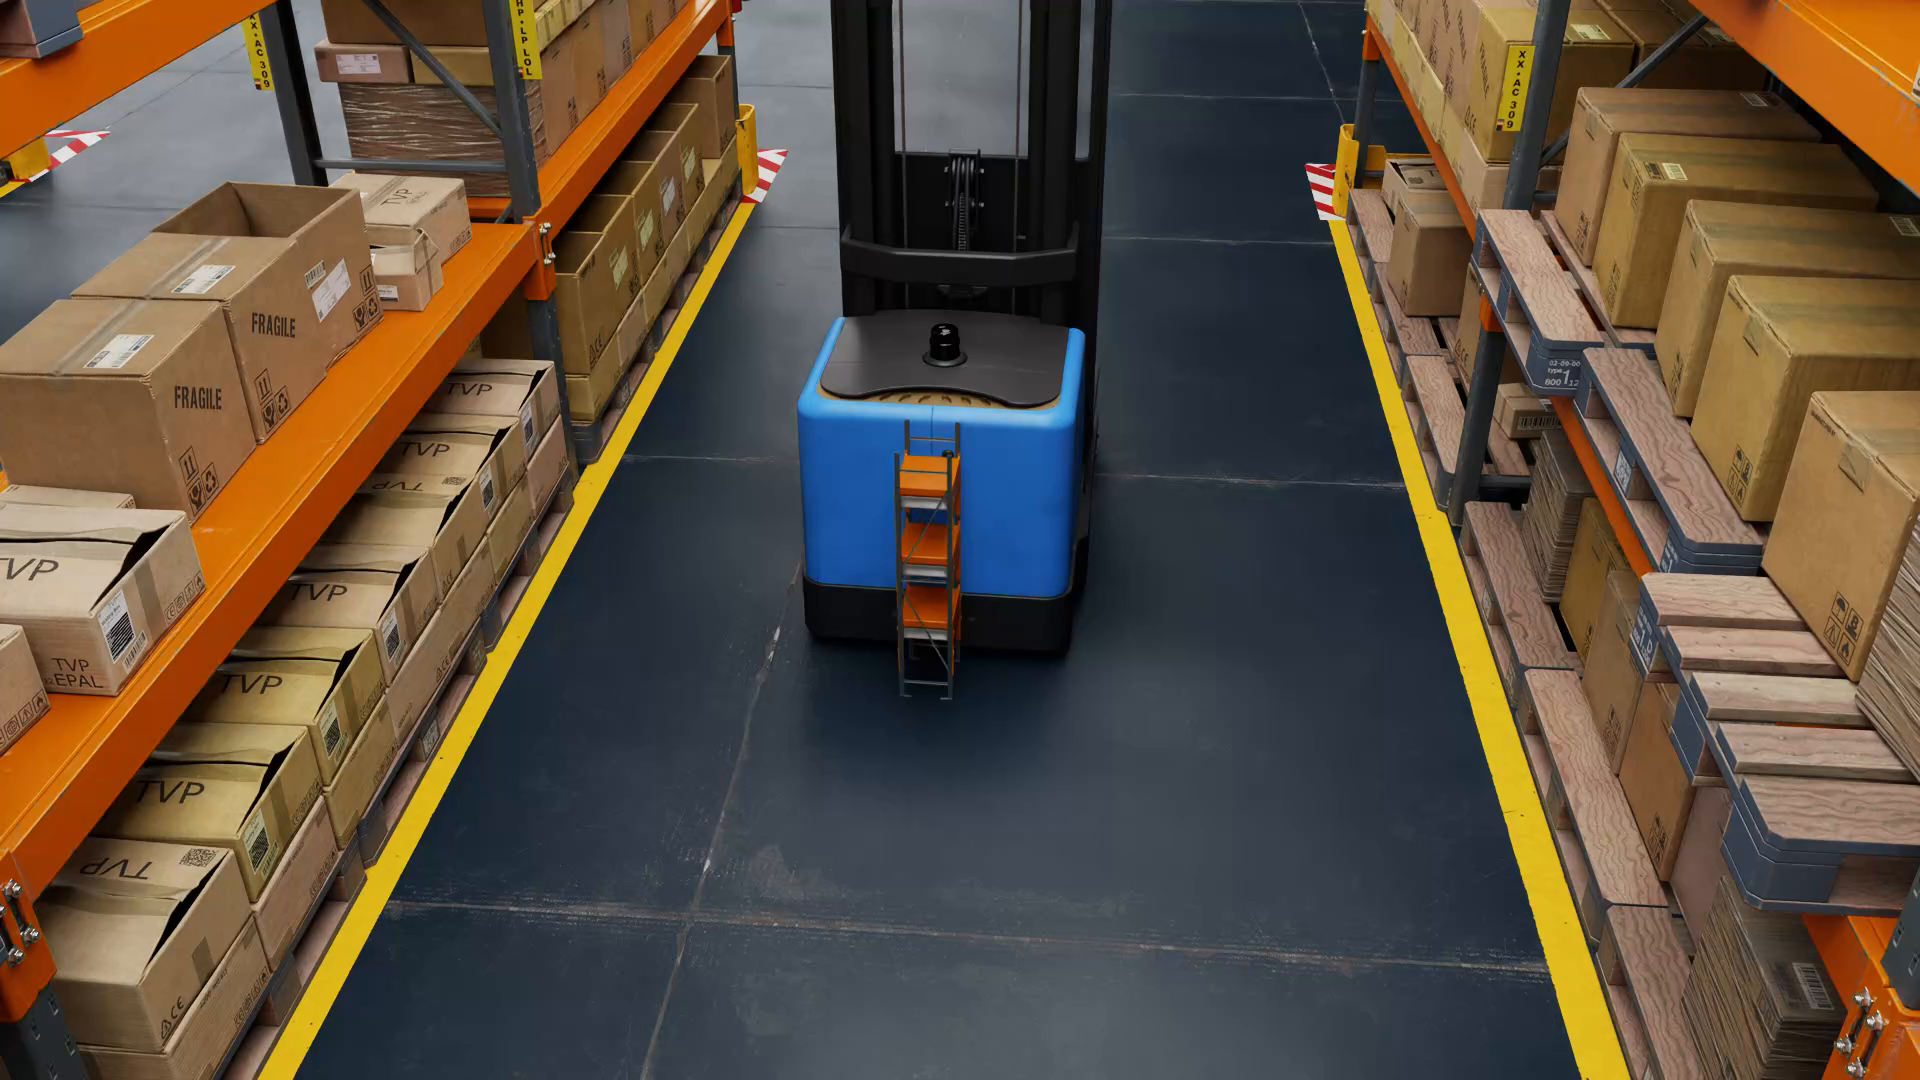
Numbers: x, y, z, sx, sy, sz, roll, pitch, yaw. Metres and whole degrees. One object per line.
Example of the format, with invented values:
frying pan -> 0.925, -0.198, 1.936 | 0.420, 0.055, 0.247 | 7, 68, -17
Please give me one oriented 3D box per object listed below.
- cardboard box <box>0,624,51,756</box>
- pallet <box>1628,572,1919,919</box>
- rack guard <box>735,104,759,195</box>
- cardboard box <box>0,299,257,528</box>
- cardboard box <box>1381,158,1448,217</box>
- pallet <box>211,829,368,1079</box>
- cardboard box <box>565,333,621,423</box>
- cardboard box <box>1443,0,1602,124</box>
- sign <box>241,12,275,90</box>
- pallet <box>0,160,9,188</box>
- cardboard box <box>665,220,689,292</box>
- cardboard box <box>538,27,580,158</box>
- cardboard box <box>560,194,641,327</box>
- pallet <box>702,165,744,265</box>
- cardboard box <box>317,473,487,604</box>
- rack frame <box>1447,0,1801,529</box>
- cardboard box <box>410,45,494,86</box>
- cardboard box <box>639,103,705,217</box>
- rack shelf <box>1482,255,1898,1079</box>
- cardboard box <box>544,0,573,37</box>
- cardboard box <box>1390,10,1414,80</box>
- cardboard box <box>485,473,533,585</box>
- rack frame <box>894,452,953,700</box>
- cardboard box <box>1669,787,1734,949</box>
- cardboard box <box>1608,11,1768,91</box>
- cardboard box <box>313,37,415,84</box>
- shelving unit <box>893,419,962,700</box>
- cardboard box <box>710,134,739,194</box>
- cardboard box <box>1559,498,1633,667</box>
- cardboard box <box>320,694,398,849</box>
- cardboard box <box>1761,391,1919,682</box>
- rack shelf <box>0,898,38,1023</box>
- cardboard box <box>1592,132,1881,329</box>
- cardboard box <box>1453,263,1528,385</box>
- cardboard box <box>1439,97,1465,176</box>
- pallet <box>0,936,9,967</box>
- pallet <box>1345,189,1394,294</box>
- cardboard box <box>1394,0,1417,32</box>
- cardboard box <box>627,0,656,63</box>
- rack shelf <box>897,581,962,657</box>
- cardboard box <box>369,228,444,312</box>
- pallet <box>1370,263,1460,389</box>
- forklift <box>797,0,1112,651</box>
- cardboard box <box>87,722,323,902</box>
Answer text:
cardboard box -> -2.519, 0.392, 3.839 | 0.500, 0.311, 0.500 | 4, 32, 7
pallet -> 2.297, 0.457, 3.833 | 1.213, 0.211, 1.003 | 2, 32, 4
rack guard -> -1.939, -2.589, 10.975 | 1.175, 0.500, 0.348 | 2, 32, 4
cardboard box -> -2.472, -0.378, 4.909 | 0.500, 0.500, 0.500 | 1, 32, 1
cardboard box -> 2.851, -2.116, 9.967 | 0.500, 0.311, 0.500 | -1, 32, -2
pallet -> -2.486, 1.301, 4.938 | 1.003, 0.211, 1.213 | 2, 32, 4
cardboard box -> -1.926, -0.787, 7.888 | 0.500, 0.250, 0.500 | 2, 32, 4
cardboard box -> 2.436, -2.125, 7.248 | 0.500, 0.500, 0.500 | 2, 32, 4
sign -> -2.820, -1.974, 6.694 | 0.100, 0.325, 0.005 | 2, 32, 4
pallet -> -6.908, -2.201, 10.620 | 1.003, 0.211, 1.213 | 2, 32, 4
cardboard box -> -1.800, -1.571, 9.161 | 0.500, 0.250, 0.500 | 2, 32, 4
cardboard box -> -2.200, -2.100, 7.703 | 0.700, 0.500, 0.500 | 2, 32, 3
cardboard box -> -1.884, -1.367, 8.116 | 0.500, 0.500, 0.500 | 2, 32, 4
pallet -> -1.961, -2.052, 10.378 | 1.003, 0.211, 1.213 | 2, 32, 4
cardboard box -> -2.093, -0.039, 6.140 | 0.500, 0.311, 0.500 | 2, 32, 4
rack frame -> 2.671, -1.339, 6.564 | 1.000, 3.000, 0.127 | 2, 32, 4
cardboard box -> -2.051, -2.000, 6.923 | 0.380, 0.149, 0.250 | 2, 32, 4
cardboard box -> -1.755, -2.151, 9.388 | 0.500, 0.500, 0.500 | 2, 32, 4
rack shelf -> 2.508, 0.013, 5.056 | 1.077, 0.370, 4.000 | 2, 32, 4
cardboard box -> -1.992, -2.403, 7.577 | 0.380, 0.149, 0.250 | 2, 32, 4
cardboard box -> 2.565, -2.596, 8.727 | 0.500, 0.250, 0.500 | 2, 32, 3
cardboard box -> -2.054, -0.064, 6.715 | 0.500, 0.250, 0.500 | 2, 32, 3
rack frame -> -0.127, 0.150, 6.006 | 0.200, 1.050, 0.008 | 3, 32, 6
cardboard box -> 2.510, 0.986, 4.754 | 0.700, 0.500, 0.500 | 2, 32, 4
cardboard box -> 2.918, -1.840, 6.786 | 0.500, 0.500, 0.500 | 2, 32, 3
cardboard box -> -2.458, -2.019, 6.954 | 0.380, 0.149, 0.250 | 2, 32, 4
shelving unit -> -0.113, 0.086, 6.109 | 0.215, 1.050, 0.252 | 3, 32, 6
cardboard box -> -1.690, -2.356, 10.434 | 0.500, 0.250, 0.500 | 2, 32, 4
cardboard box -> 2.636, 0.195, 6.037 | 0.700, 0.500, 0.500 | 2, 32, 3
cardboard box -> -2.180, 0.738, 5.414 | 0.500, 0.250, 0.500 | 2, 32, 3
cardboard box -> 2.392, -0.017, 3.904 | 0.700, 0.500, 0.500 | 0, 32, -1
rack shelf -> -2.755, 1.895, 2.002 | 1.077, 0.370, 4.000 | 2, 32, 4
cardboard box -> 2.543, -1.013, 5.519 | 0.700, 0.500, 0.500 | 6, 32, 9
cardboard box -> 2.716, -1.007, 7.988 | 0.500, 0.500, 0.500 | 0, 32, 0
cardboard box -> 2.456, -1.805, 7.443 | 0.500, 0.250, 0.500 | 3, 32, 4
pallet -> -2.577, 0.982, 2.981 | 1.213, 0.211, 1.003 | 2, 32, 4
pallet -> 2.889, -1.781, 9.939 | 1.003, 0.211, 1.213 | 2, 32, 4
cardboard box -> 2.560, -2.930, 8.555 | 0.500, 0.500, 0.500 | 1, 32, 2
cardboard box -> -2.076, -2.905, 9.010 | 0.700, 0.500, 0.500 | 3, 32, 4
rack shelf -> -0.113, 0.332, 6.261 | 0.215, 0.259, 0.240 | 3, 32, 6
cardboard box -> -2.155, -1.024, 6.181 | 0.396, 0.266, 0.258 | 2, 32, 3
pallet -> 2.787, -1.145, 8.906 | 1.003, 0.211, 1.213 | 2, 32, 4
forklift -> 0.072, -1.572, 7.007 | 1.130, 2.935, 3.031 | 3, 32, 6
cardboard box -> -2.222, 0.759, 4.845 | 0.500, 0.311, 0.500 | 2, 32, 3
